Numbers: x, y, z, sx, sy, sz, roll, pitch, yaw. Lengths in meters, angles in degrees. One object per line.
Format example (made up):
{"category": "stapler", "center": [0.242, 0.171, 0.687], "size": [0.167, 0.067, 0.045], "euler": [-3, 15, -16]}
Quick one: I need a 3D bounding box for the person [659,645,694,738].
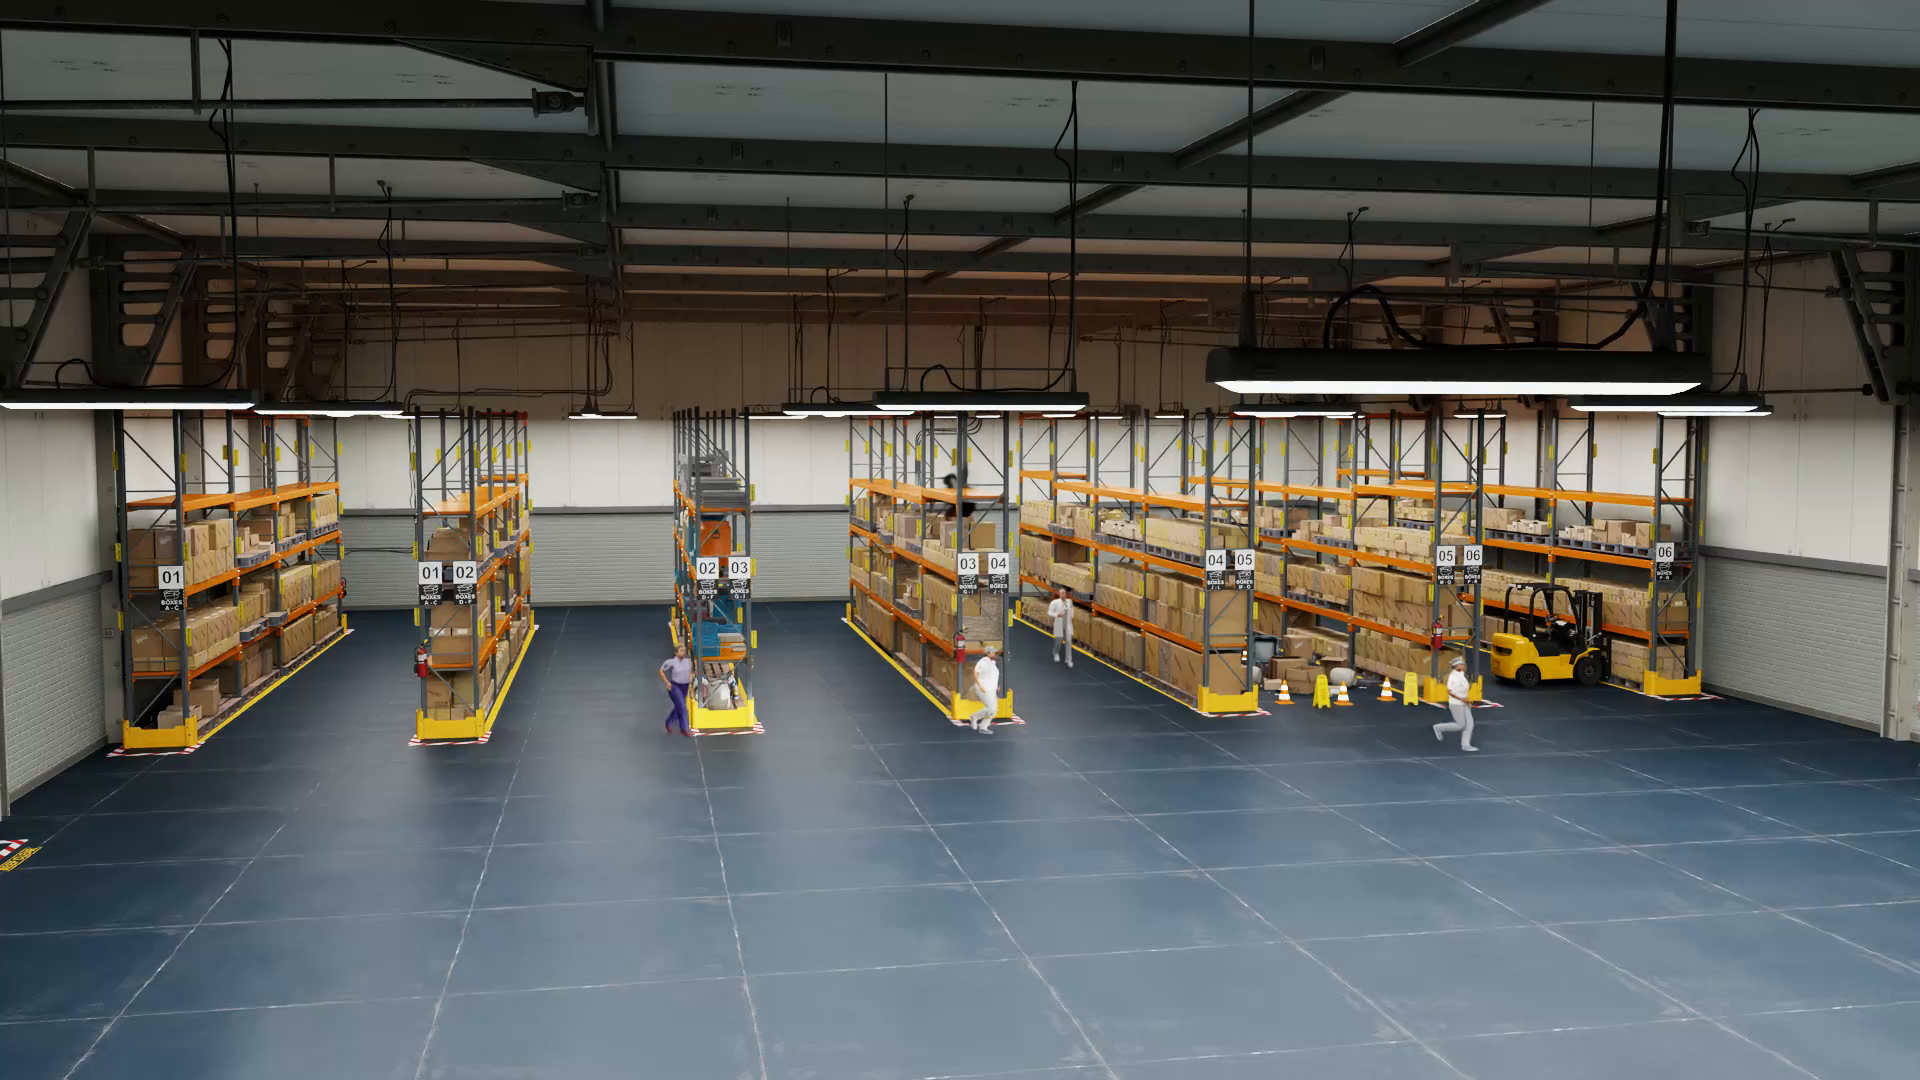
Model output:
{"category": "person", "center": [-5.102, 2.733, 30.262], "size": [0.839, 1.646, 0.607], "euler": [3, 5, 37]}

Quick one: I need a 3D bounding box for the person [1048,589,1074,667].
{"category": "person", "center": [2.397, 2.034, 39.058], "size": [0.709, 1.790, 1.057], "euler": [-1, 4, -13]}

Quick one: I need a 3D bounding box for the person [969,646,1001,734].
{"category": "person", "center": [0.466, 2.745, 30.601], "size": [0.531, 1.618, 0.623], "euler": [2, 4, 20]}

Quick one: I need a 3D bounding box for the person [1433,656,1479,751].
{"category": "person", "center": [8.680, 2.841, 28.983], "size": [0.773, 1.657, 0.593], "euler": [3, 5, 34]}
